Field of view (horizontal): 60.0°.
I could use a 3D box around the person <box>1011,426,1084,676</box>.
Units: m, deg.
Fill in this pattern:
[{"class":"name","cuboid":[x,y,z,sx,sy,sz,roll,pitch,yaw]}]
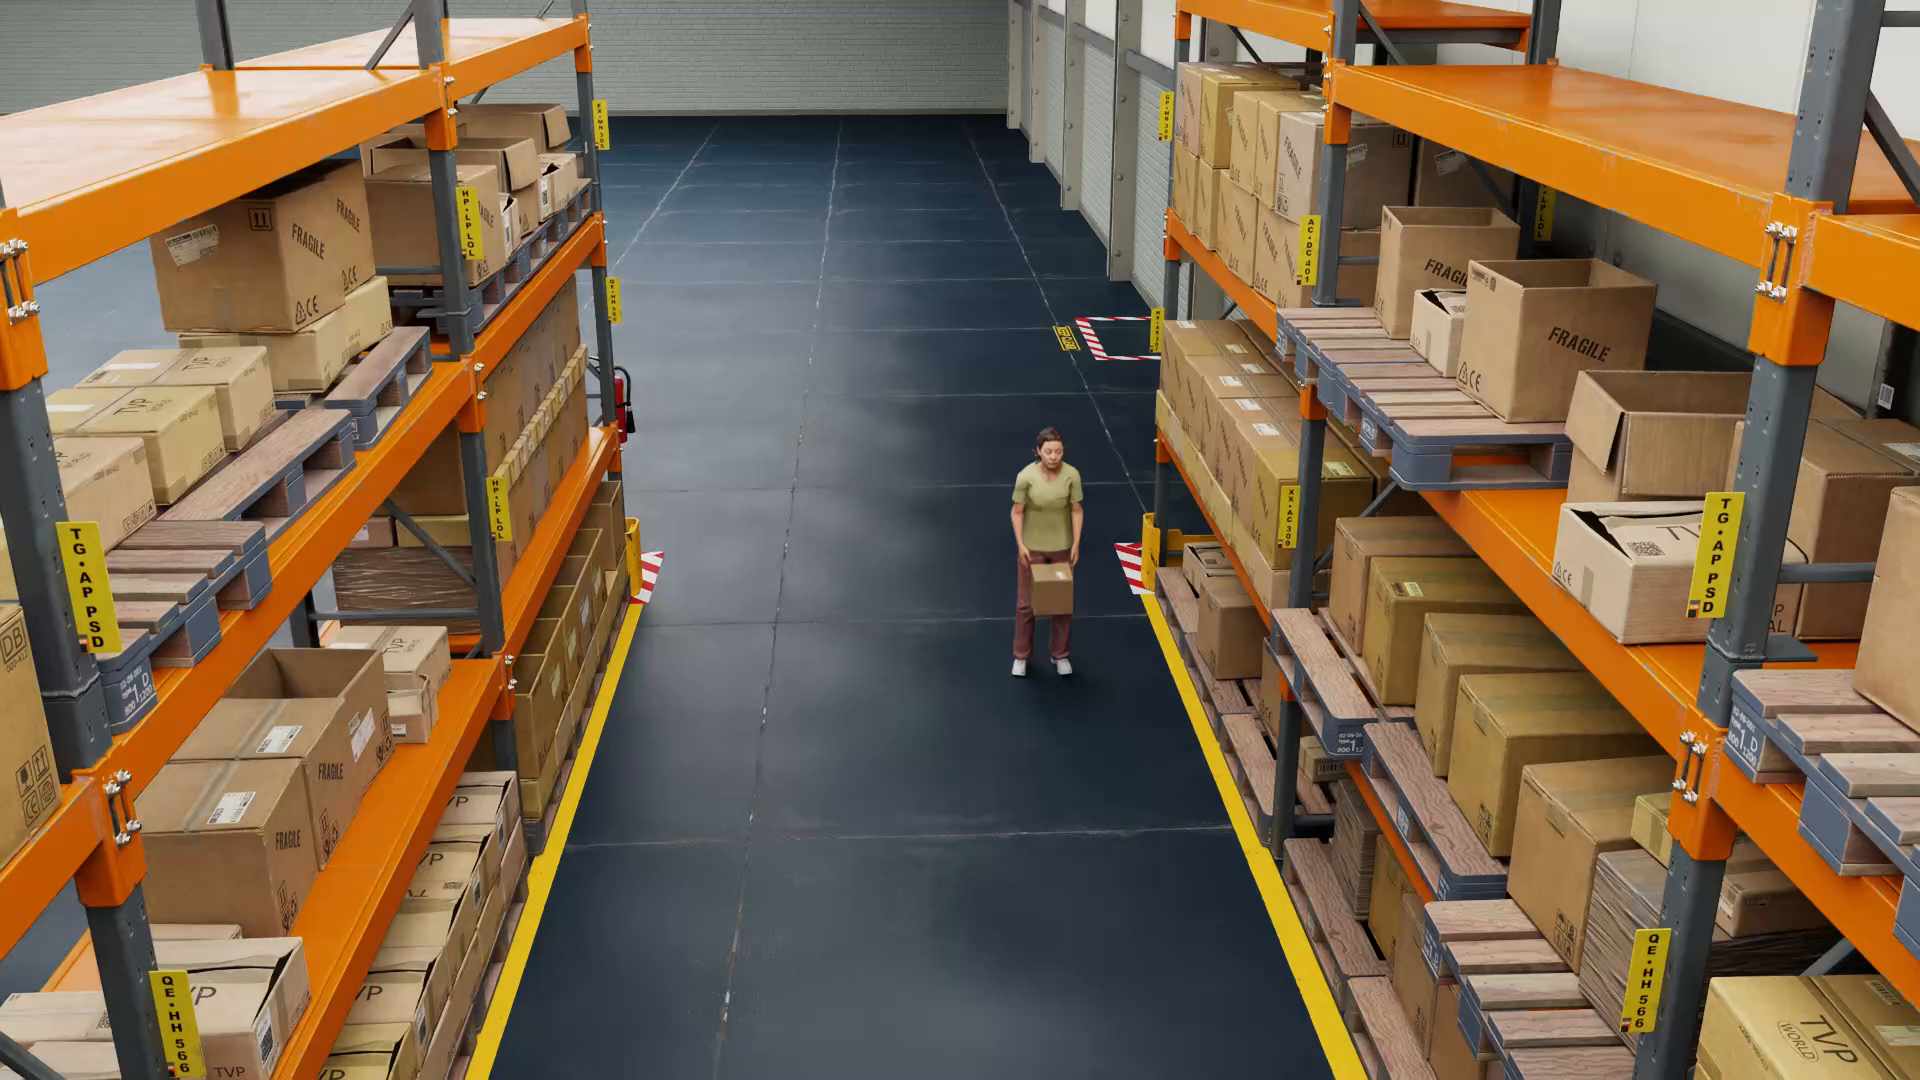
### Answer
[{"class":"person","cuboid":[0.573,0.069,10.889,0.477,1.676,0.363,-2,21,-4]}]
